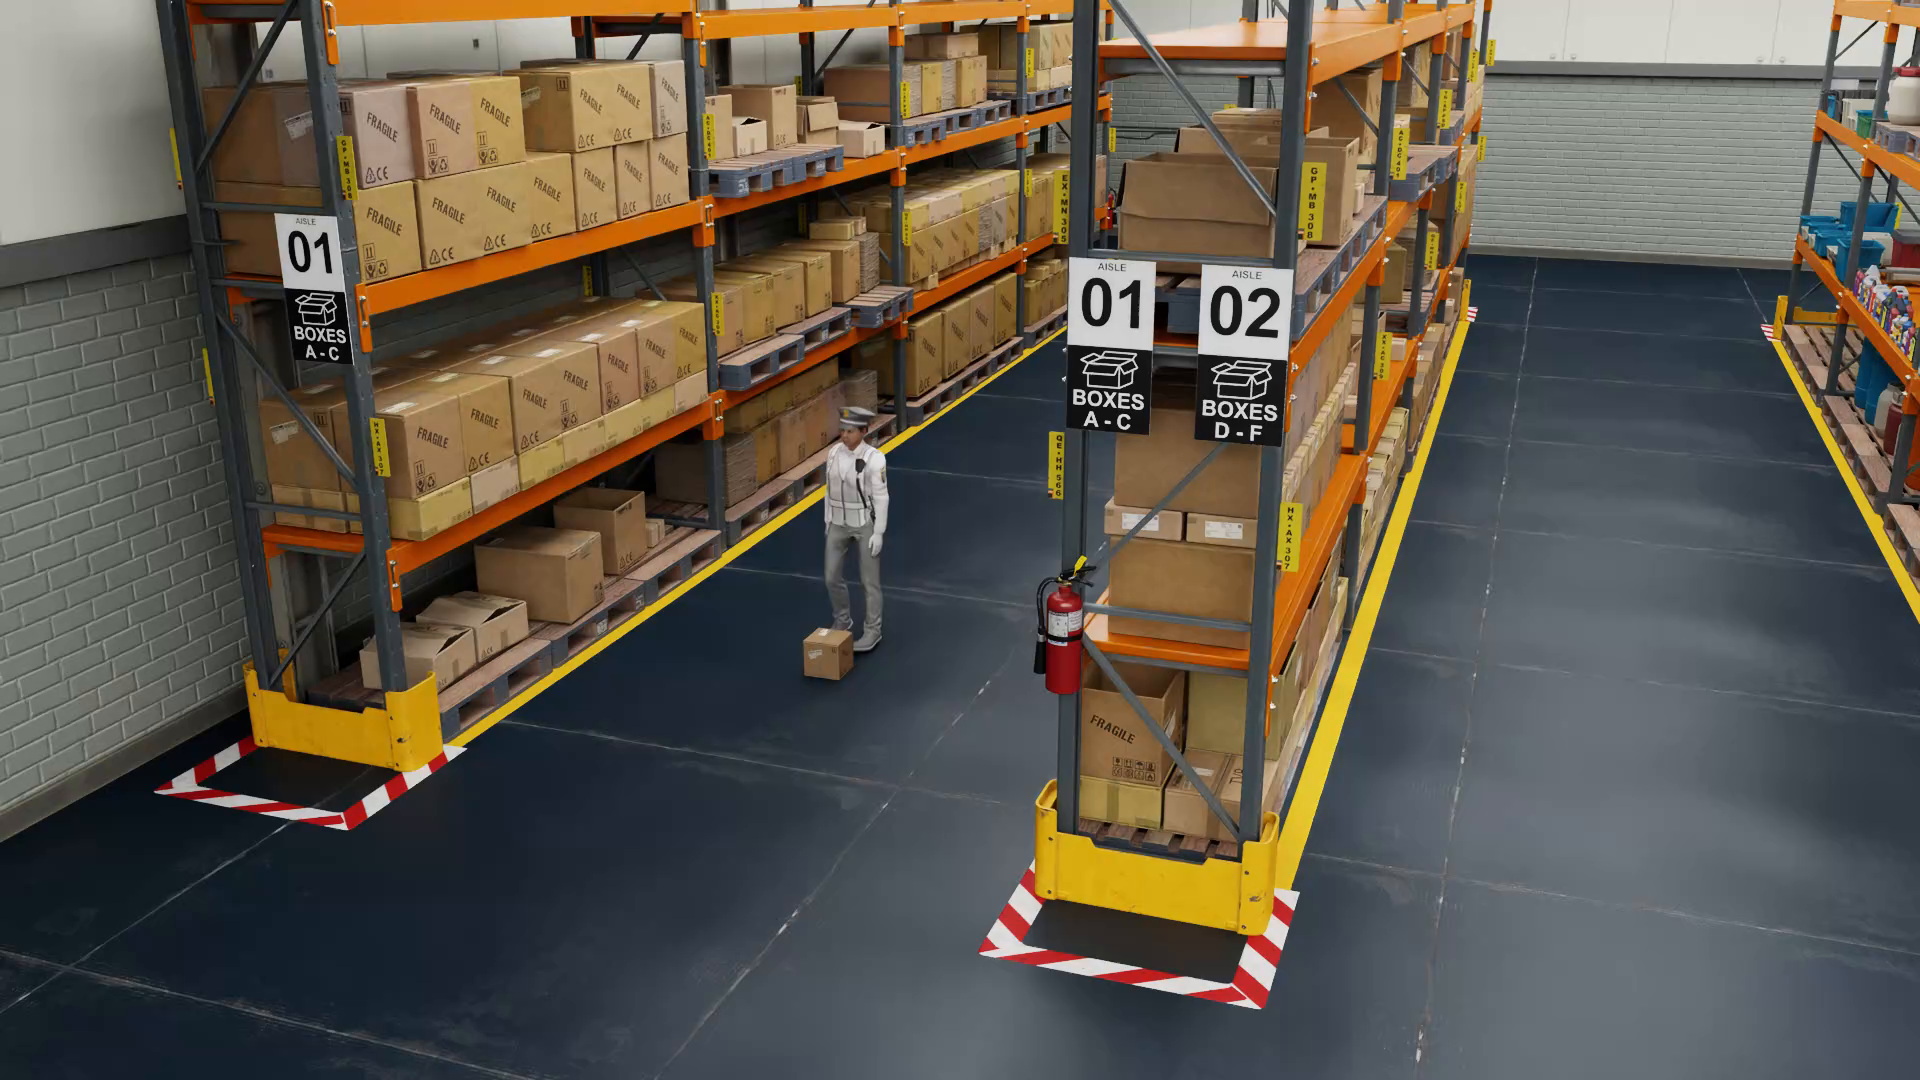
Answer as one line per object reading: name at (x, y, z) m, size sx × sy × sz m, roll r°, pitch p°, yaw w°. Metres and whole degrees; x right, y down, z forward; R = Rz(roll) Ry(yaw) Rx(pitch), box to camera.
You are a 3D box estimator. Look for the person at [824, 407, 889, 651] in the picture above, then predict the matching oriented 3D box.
person at (-0.714, -0.064, 11.230) m, size 0.496 × 1.732 × 0.336 m, roll 9°, pitch 21°, yaw 24°
